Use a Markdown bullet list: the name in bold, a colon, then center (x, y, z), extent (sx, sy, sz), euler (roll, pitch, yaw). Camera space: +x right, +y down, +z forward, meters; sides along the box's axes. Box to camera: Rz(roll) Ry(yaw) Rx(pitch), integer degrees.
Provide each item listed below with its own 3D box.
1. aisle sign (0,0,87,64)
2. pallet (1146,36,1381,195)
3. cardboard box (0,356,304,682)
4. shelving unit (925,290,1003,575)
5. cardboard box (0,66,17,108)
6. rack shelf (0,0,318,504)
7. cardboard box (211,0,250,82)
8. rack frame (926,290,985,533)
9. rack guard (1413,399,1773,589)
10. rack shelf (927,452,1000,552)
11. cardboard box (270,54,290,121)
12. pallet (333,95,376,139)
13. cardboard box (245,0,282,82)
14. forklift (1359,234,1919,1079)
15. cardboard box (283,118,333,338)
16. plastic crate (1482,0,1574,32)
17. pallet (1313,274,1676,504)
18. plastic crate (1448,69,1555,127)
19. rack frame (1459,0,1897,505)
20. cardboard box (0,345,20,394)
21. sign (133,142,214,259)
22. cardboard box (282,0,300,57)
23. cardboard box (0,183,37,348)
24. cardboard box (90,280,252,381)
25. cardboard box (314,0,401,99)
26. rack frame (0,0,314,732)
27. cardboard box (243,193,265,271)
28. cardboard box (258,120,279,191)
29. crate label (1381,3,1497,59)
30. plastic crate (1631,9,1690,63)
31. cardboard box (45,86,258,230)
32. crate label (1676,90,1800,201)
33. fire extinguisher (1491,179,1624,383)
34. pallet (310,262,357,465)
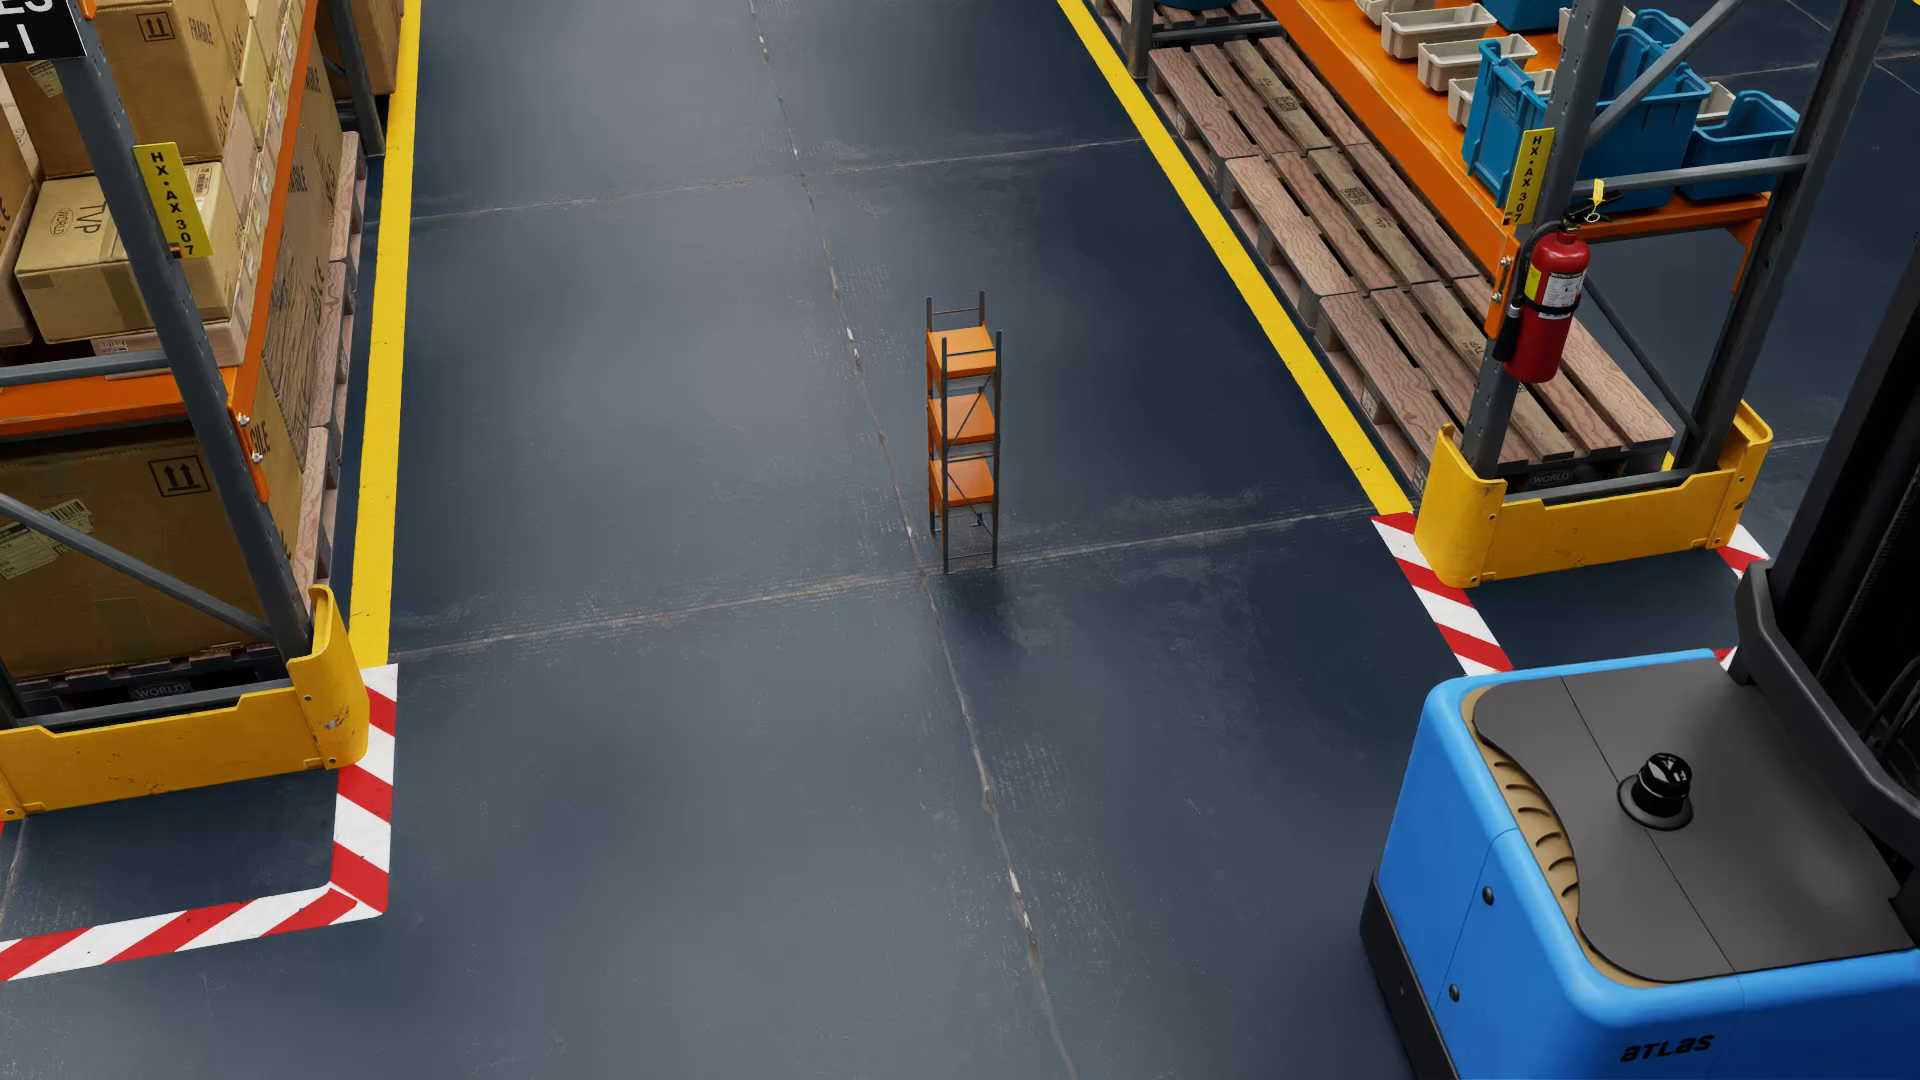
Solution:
- **aisle sign**: center (-2.244, -1.403, 3.613), extent (0.394, 0.787, 0.004), euler (-8, 42, -9)
- **pallet**: center (1.617, -2.223, 8.596), extent (1.003, 0.211, 1.213), euler (-8, 42, -9)
- **cardboard box**: center (-2.768, -0.201, 5.501), extent (0.875, 0.875, 0.875), euler (-8, 42, -9)
- **shelving unit**: center (0.012, -0.358, 5.862), extent (0.215, 1.050, 0.252), euler (-8, 42, -9)
- **cardboard box**: center (-3.135, -1.425, 5.485), extent (0.500, 0.250, 0.500), euler (-10, 43, -11)
- **rack shelf**: center (-2.984, -1.462, 6.180), extent (1.077, 0.370, 4.000), euler (-8, 42, -9)
- **cardboard box**: center (-2.618, -1.779, 5.319), extent (0.500, 0.500, 0.500), euler (-9, 42, -10)
- **rack frame**: center (-0.015, -0.437, 5.951), extent (0.200, 1.050, 0.008), euler (-8, 42, -9)
- **rack guard**: center (2.302, -0.196, 6.094), extent (1.175, 0.500, 0.348), euler (-8, 42, -9)
- **rack shelf**: center (0.012, -0.142, 6.054), extent (0.215, 0.259, 0.240), euler (-8, 42, -9)
- **cardboard box**: center (-2.640, -1.615, 5.999), extent (0.380, 0.149, 0.250), euler (-9, 42, -10)
- **pallet**: center (-3.656, -2.474, 8.878), extent (1.003, 0.211, 1.213), euler (-8, 42, -9)
- **cardboard box**: center (-2.733, -1.840, 5.952), extent (0.500, 0.250, 0.500), euler (-9, 42, -10)
- **forklift**: center (2.730, 0.229, 3.784), extent (3.031, 2.935, 1.130), euler (-6, 42, -7)
- **cardboard box**: center (-3.157, -1.367, 6.815), extent (0.875, 0.875, 0.875), euler (-8, 42, -9)
- **plastic crate**: center (2.268, -2.165, 6.510), extent (0.416, 0.233, 0.300), euler (-8, 42, -9)
- **pallet**: center (2.144, -0.642, 6.814), extent (1.003, 0.211, 1.213), euler (-8, 42, -9)
- **plastic crate**: center (1.931, -1.571, 5.914), extent (0.396, 0.136, 0.243), euler (-8, 42, -9)
- **rack frame**: center (2.284, -1.145, 5.280), extent (1.000, 3.000, 0.127), euler (-8, 42, -9)
- **cardboard box**: center (-2.950, -0.525, 4.771), extent (0.380, 0.149, 0.250), euler (-8, 42, -8)
- **sign**: center (-2.009, -0.864, 4.252), extent (0.100, 0.325, 0.005), euler (-8, 42, -9)
- **cardboard box**: center (-2.752, -1.950, 6.377), extent (0.380, 0.149, 0.250), euler (-9, 42, -10)
- **cardboard box**: center (-2.916, -0.766, 4.742), extent (0.500, 0.250, 0.500), euler (-9, 42, -10)
- **cardboard box**: center (-2.306, -0.618, 4.876), extent (0.380, 0.149, 0.250), euler (-8, 42, -9)
- **cardboard box**: center (-3.573, -2.802, 8.431), extent (1.225, 0.875, 0.875), euler (-8, 42, -9)
- **rack frame**: center (-2.552, -0.435, 4.480), extent (1.000, 3.000, 0.127), euler (-8, 42, -9)
- **cardboard box**: center (-2.419, -0.950, 5.250), extent (0.380, 0.149, 0.250), euler (-9, 42, -10)
- **cardboard box**: center (-2.530, -1.284, 5.626), extent (0.380, 0.149, 0.250), euler (-9, 42, -10)
- **crate label**: center (1.799, -1.938, 6.327), extent (0.396, 0.136, 0.243), euler (-8, 42, -9)
- **plastic crate**: center (2.410, -1.738, 6.030), extent (0.416, 0.233, 0.300), euler (-8, 42, -9)
- **cardboard box**: center (-2.511, -1.176, 5.204), extent (0.500, 0.250, 0.500), euler (-9, 42, -10)
- **crate label**: center (2.552, -1.312, 5.549), extent (0.416, 0.233, 0.303), euler (-8, 42, -9)
- **fire extinguisher**: center (1.873, -0.813, 5.246), extent (0.296, 0.674, 0.183), euler (-8, 42, -9)
- **pallet**: center (-3.061, -0.688, 6.866), extent (1.003, 0.211, 1.213), euler (-8, 42, -9)
